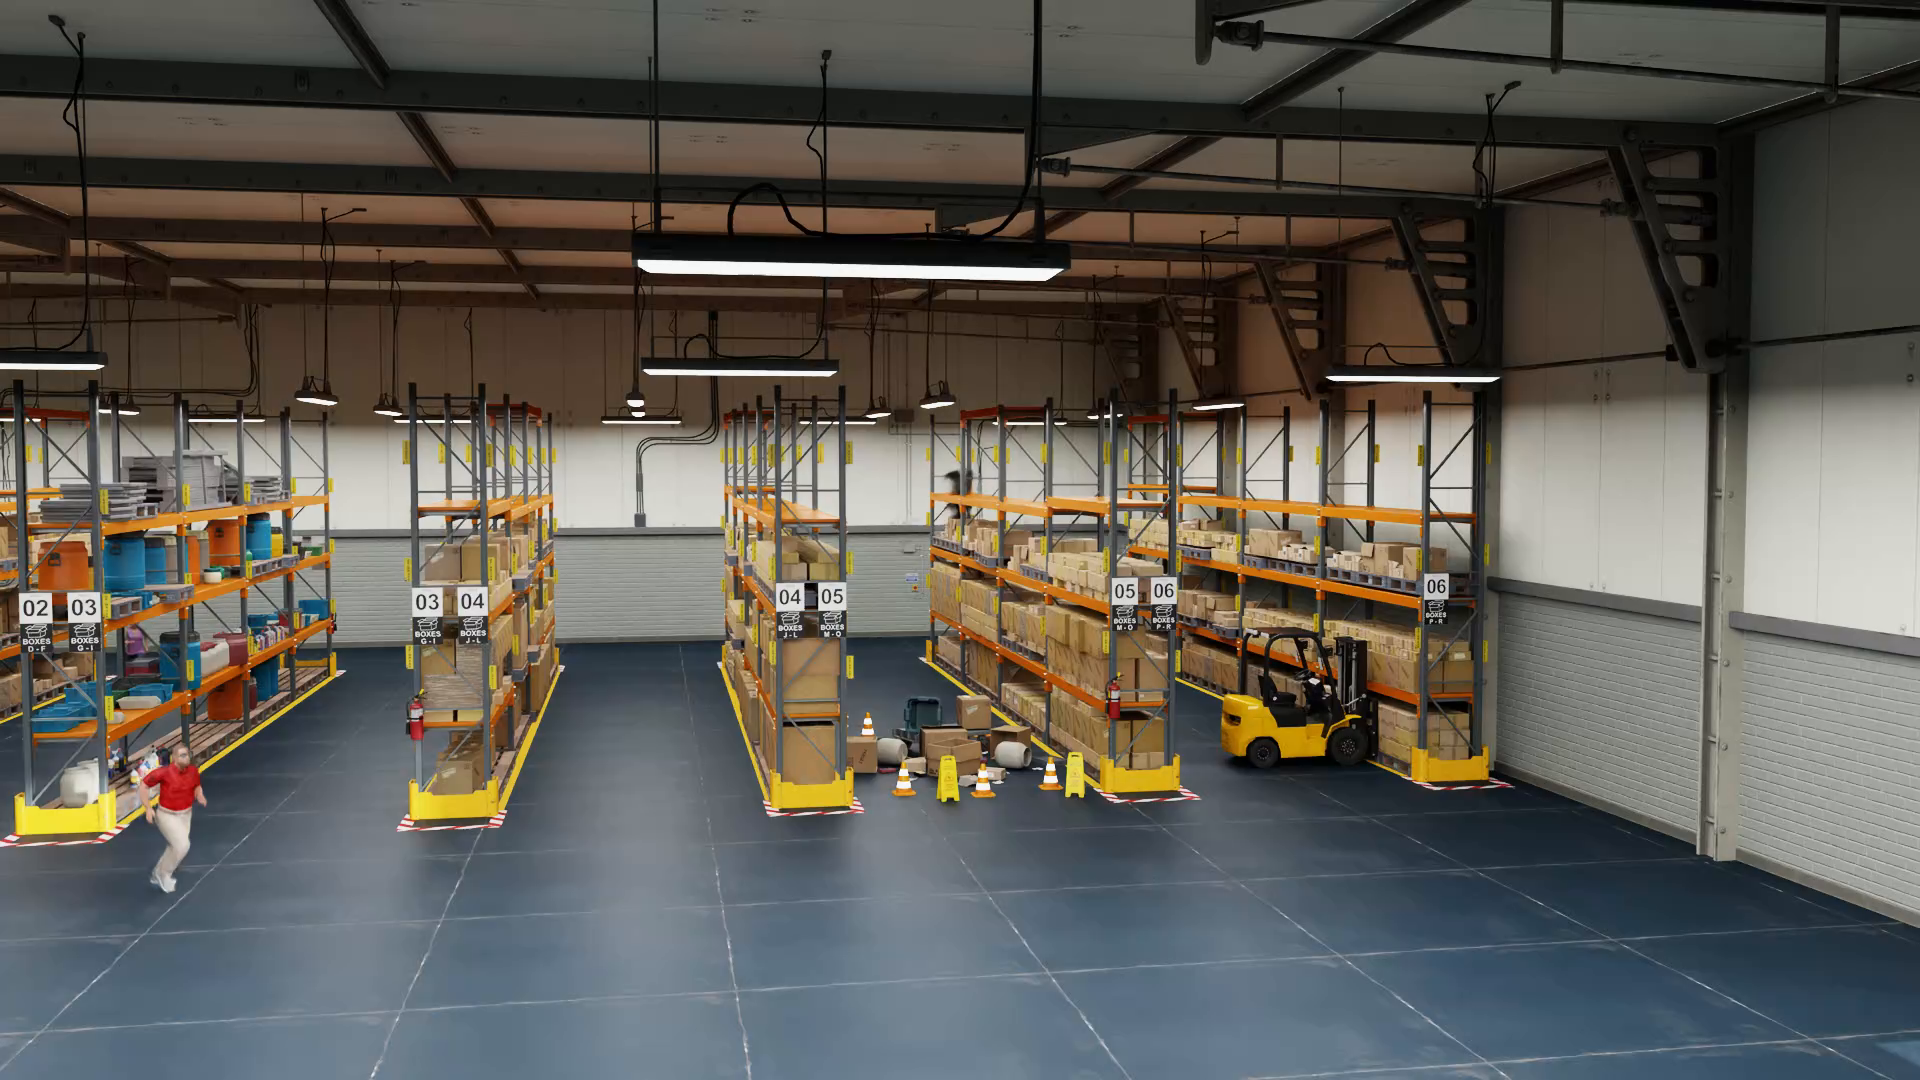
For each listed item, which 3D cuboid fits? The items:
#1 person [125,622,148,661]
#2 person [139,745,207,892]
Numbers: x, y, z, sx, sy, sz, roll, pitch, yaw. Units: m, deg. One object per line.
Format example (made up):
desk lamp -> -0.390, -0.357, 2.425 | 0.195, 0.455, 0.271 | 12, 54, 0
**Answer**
person -> -17.355, 2.405, 34.972 | 0.506, 1.609, 0.861 | -1, 3, -21
person -> -9.003, 3.208, 19.102 | 0.783, 1.720, 0.652 | 1, 3, 23
